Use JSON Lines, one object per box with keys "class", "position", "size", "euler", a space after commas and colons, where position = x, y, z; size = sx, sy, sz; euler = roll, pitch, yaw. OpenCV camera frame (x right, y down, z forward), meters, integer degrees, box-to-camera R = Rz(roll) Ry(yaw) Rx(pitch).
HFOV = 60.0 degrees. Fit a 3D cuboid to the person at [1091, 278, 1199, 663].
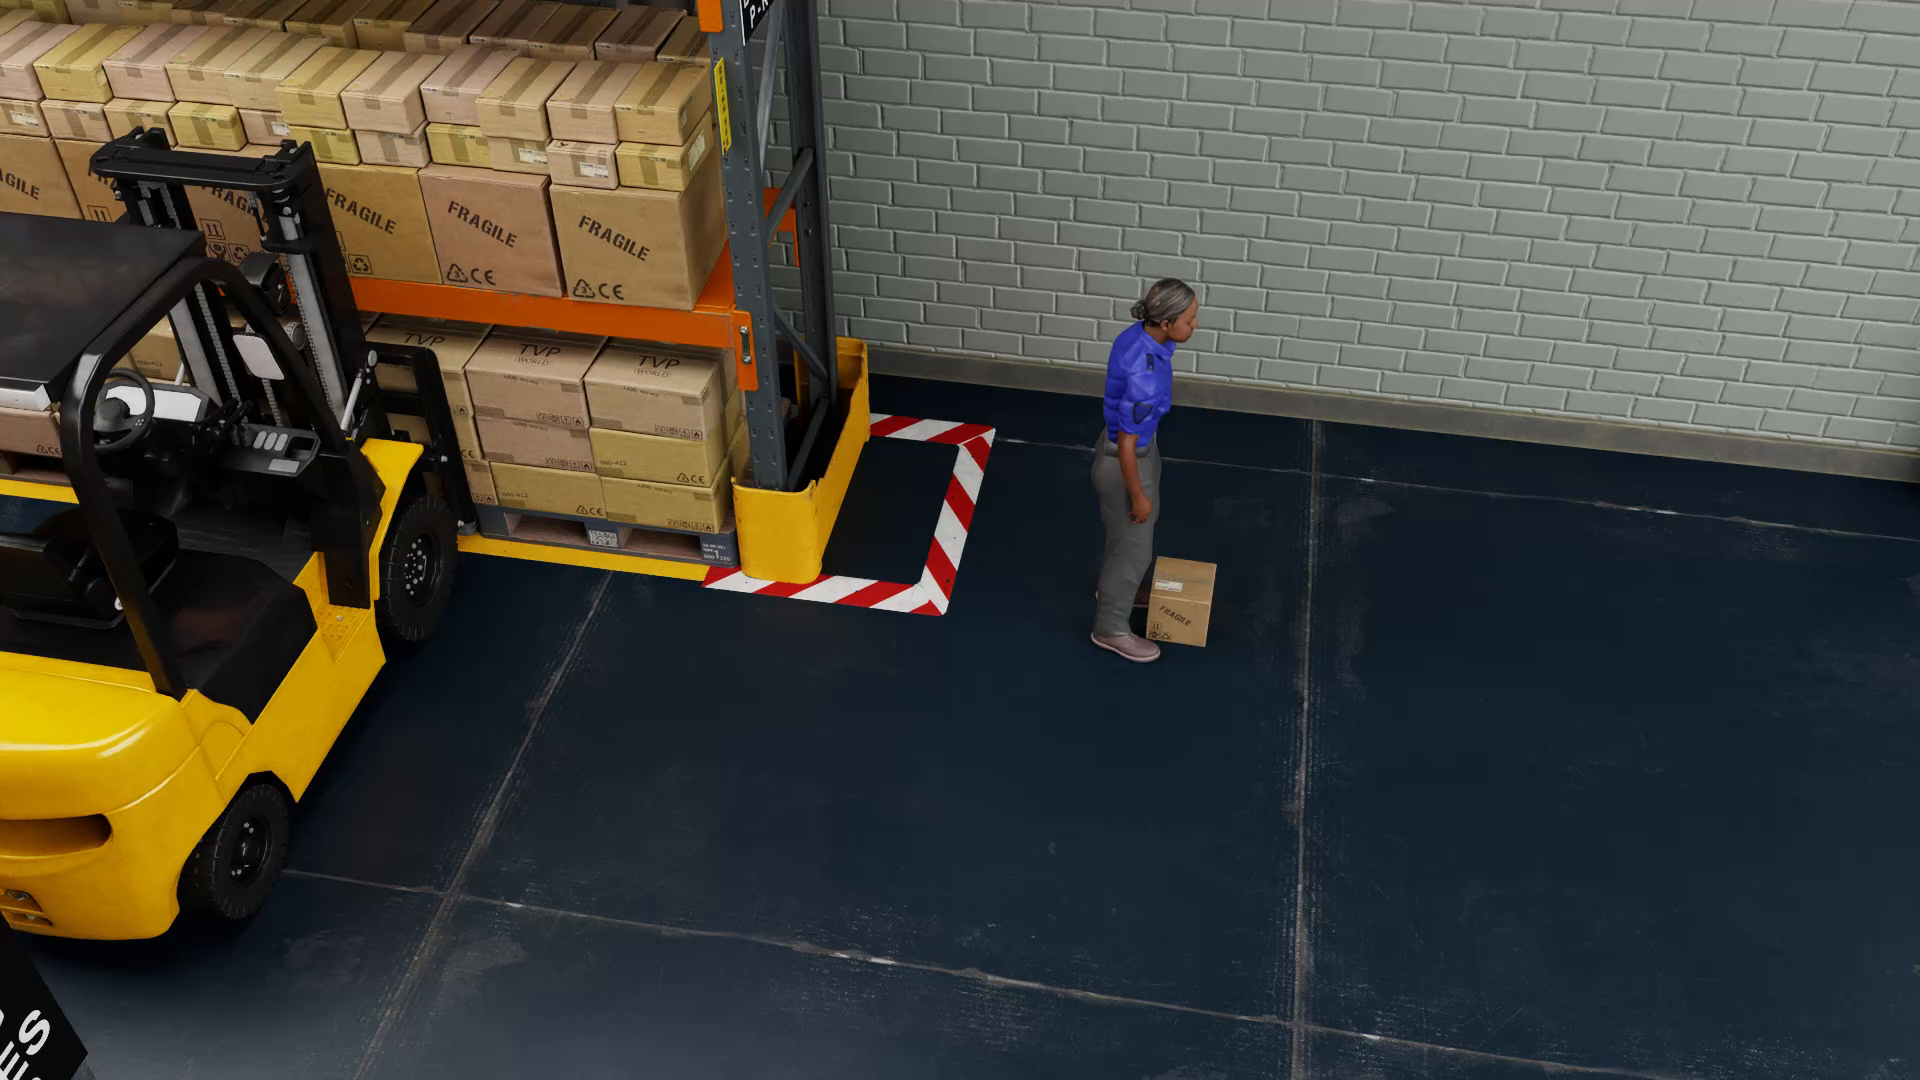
{"class": "person", "position": [0.695, -0.293, 6.502], "size": [0.352, 1.654, 0.518], "euler": [6, 41, 7]}
